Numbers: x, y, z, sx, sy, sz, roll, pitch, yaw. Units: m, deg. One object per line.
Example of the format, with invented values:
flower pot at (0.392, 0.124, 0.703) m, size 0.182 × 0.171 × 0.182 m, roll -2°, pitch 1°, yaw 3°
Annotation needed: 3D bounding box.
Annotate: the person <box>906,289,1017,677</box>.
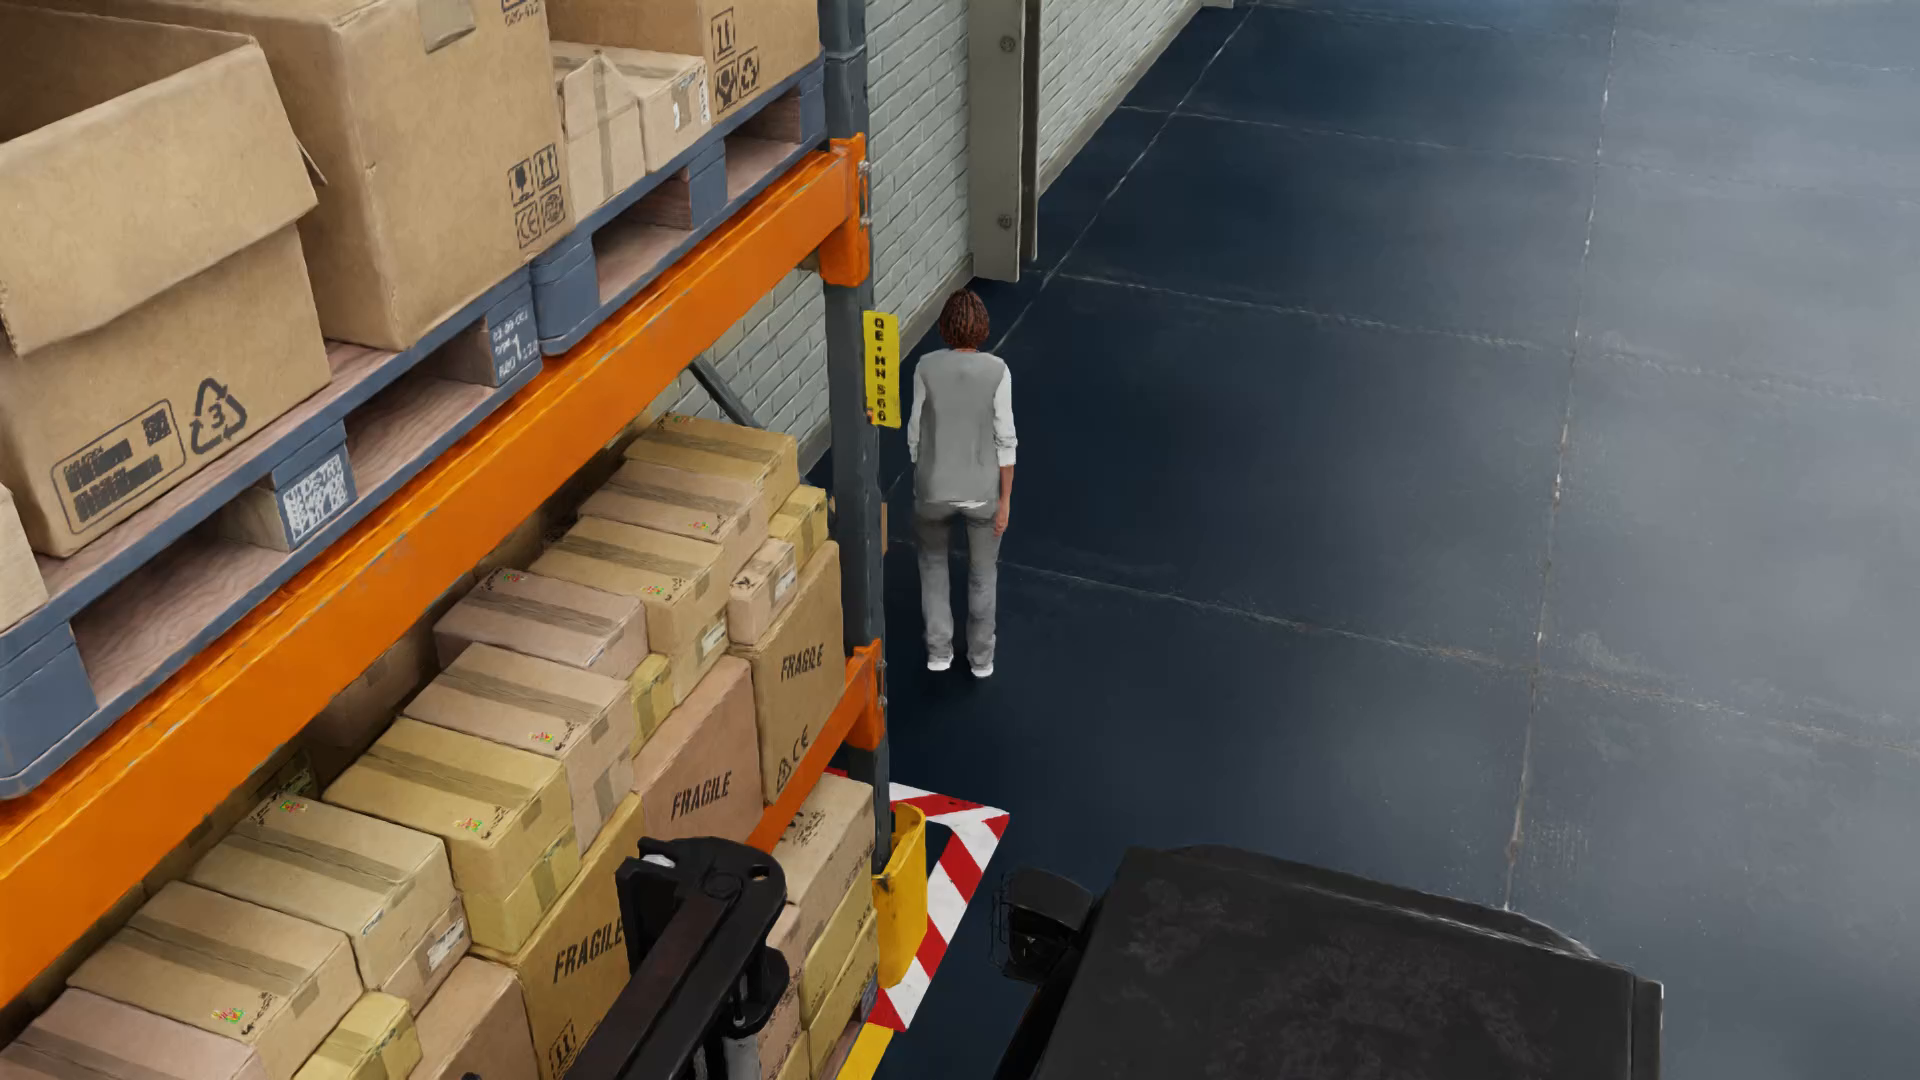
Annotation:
person at (0.005, -0.160, 6.404) m, size 0.420 × 1.574 × 0.581 m, roll 0°, pitch 34°, yaw 1°
